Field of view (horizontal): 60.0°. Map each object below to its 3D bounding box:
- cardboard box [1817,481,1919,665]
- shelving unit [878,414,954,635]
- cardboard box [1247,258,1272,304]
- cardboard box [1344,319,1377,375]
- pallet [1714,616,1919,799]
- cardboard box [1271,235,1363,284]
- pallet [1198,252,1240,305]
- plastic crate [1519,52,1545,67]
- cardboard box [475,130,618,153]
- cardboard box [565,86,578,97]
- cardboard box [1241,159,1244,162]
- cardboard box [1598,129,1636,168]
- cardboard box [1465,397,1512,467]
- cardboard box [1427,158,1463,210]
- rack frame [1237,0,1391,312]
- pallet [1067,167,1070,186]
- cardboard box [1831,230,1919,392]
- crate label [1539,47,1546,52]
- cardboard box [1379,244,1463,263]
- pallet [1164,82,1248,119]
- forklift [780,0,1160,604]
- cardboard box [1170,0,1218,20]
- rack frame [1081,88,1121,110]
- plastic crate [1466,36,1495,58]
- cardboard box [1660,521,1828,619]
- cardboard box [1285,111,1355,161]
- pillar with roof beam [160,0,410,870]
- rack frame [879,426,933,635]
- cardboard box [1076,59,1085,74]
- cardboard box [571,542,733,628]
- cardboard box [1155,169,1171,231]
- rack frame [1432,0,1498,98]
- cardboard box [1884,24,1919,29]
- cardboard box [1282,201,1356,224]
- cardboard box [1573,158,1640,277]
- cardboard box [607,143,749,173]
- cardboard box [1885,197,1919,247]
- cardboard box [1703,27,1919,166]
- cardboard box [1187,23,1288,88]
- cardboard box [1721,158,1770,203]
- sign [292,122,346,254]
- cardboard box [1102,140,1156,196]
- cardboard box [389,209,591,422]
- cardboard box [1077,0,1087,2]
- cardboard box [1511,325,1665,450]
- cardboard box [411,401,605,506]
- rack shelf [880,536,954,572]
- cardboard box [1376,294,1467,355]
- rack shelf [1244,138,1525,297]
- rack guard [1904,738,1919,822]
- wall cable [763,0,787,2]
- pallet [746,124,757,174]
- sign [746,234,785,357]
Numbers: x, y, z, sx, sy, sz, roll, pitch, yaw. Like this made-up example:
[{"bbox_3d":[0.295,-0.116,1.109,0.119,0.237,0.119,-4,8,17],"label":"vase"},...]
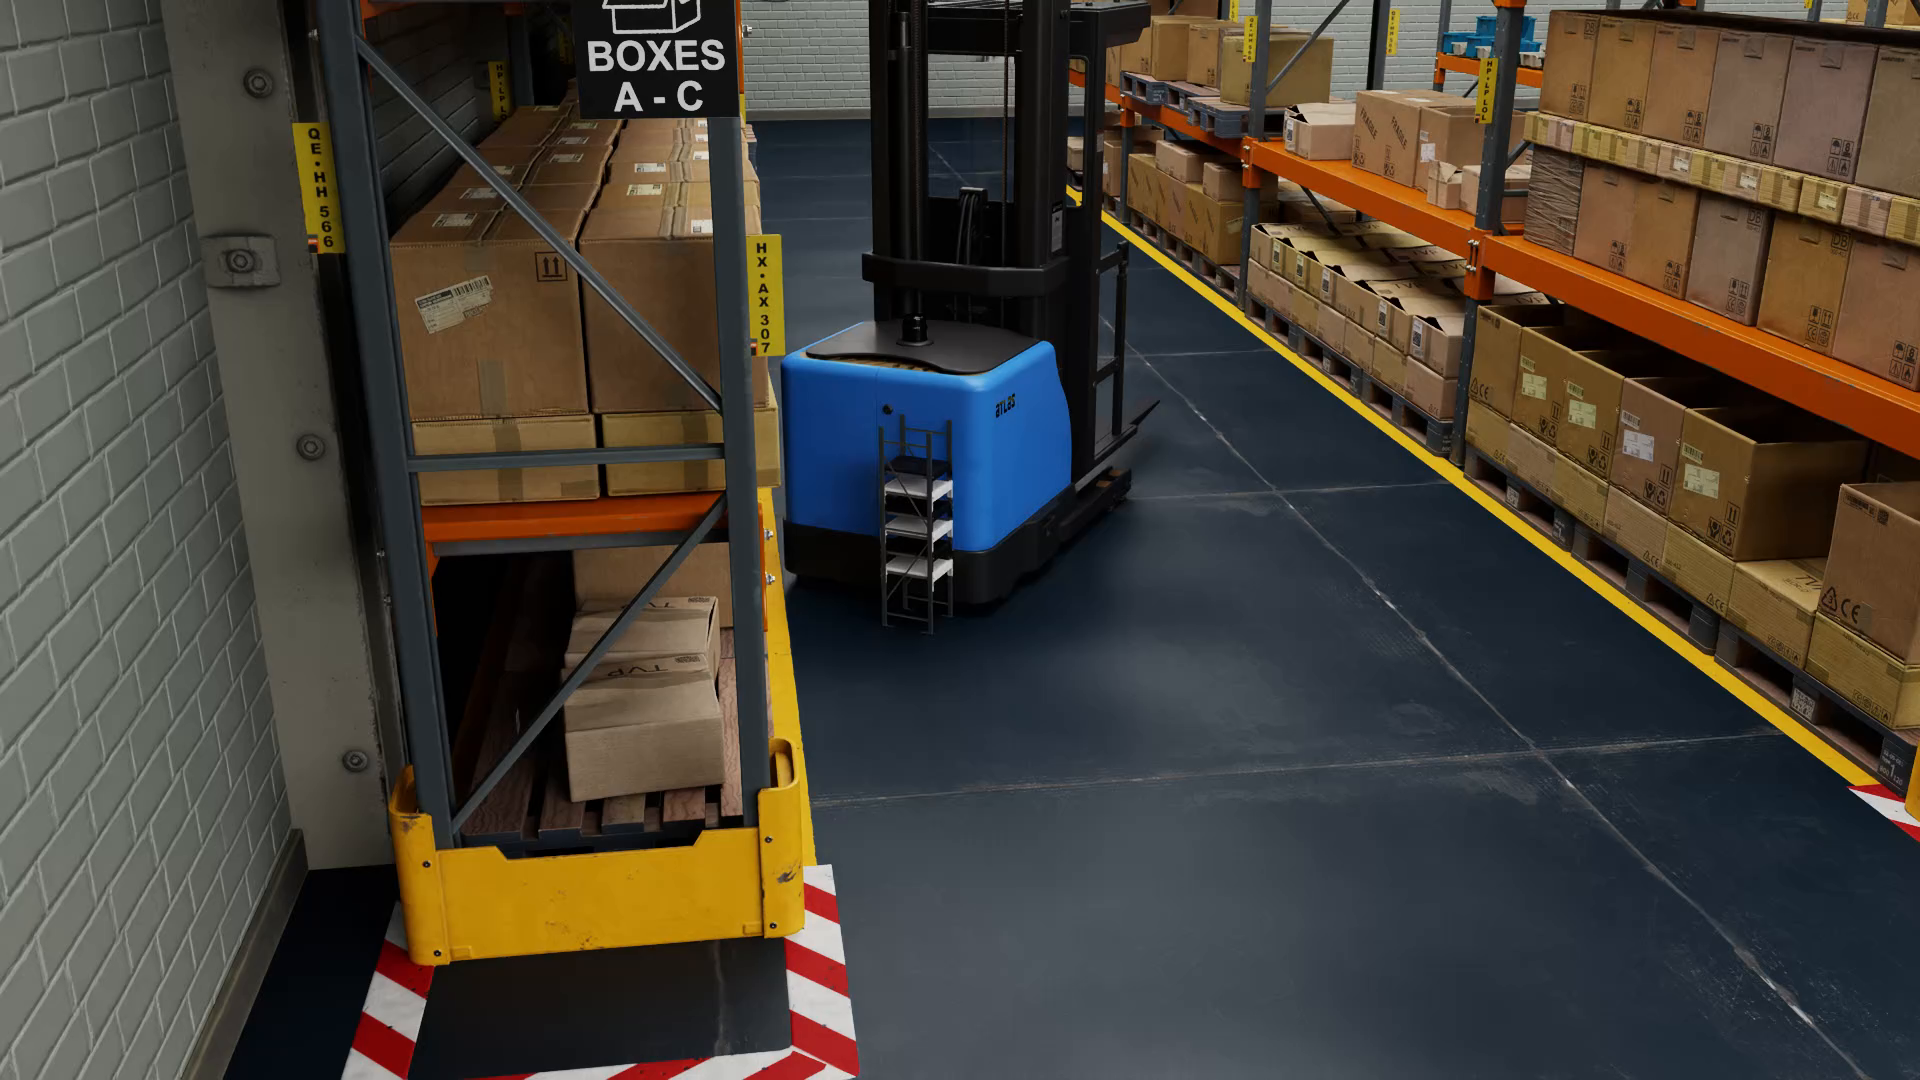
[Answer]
[{"bbox_3d":[3.471,0.101,5.915,0.500,0.500,0.500,-3,21,-8],"label":"cardboard box"},{"bbox_3d":[-0.186,-0.066,7.105,0.258,0.900,0.210,9,22,23],"label":"shelving unit"},{"bbox_3d":[2.475,-1.950,12.480,0.500,0.250,0.500,-3,21,-8],"label":"cardboard box"},{"bbox_3d":[2.775,-1.243,10.586,0.500,0.250,0.500,-2,21,-7],"label":"cardboard box"},{"bbox_3d":[3.692,0.576,6.373,1.003,0.211,1.213,-3,21,-8],"label":"pallet"},{"bbox_3d":[2.559,-2.032,11.896,0.500,0.311,0.500,-3,21,-9],"label":"cardboard box"},{"bbox_3d":[2.620,-2.192,13.783,1.003,0.211,1.213,-3,21,-8],"label":"pallet"},{"bbox_3d":[6.467,-5.364,18.581,0.293,0.136,0.466,-3,21,-8],"label":"plastic crate"},{"bbox_3d":[-1.637,-1.367,6.702,0.500,0.500,0.500,-2,21,-6],"label":"cardboard box"},{"bbox_3d":[-1.748,-2.226,9.118,0.700,0.500,0.500,-1,20,-2],"label":"cardboard box"},{"bbox_3d":[2.531,-3.330,15.788,0.500,0.500,0.500,-3,21,-8],"label":"cardboard box"},{"bbox_3d":[3.228,-1.834,7.769,0.380,0.149,0.250,-3,21,-8],"label":"cardboard box"},{"bbox_3d":[3.033,-0.586,8.827,0.500,0.250,0.500,-3,21,-8],"label":"cardboard box"},{"bbox_3d":[2.958,-2.085,9.704,0.396,0.266,0.258,-3,21,-9],"label":"cardboard box"},{"bbox_3d":[2.690,-3.238,12.598,1.000,3.000,0.127,-3,21,-8],"label":"rack frame"},{"bbox_3d":[1.664,-4.399,19.693,1.003,0.211,1.213,-3,21,-8],"label":"pallet"},{"bbox_3d":[3.708,-0.859,6.085,0.700,0.500,0.500,-2,21,-6],"label":"cardboard box"},{"bbox_3d":[6.827,-5.691,19.458,0.396,0.136,0.243,-3,21,-8],"label":"crate label"},{"bbox_3d":[3.161,-1.886,11.506,0.500,0.311,0.500,-3,21,-8],"label":"cardboard box"},{"bbox_3d":[2.405,-3.821,14.434,1.003,0.211,1.213,-3,21,-8],"label":"pallet"},{"bbox_3d":[0.257,-1.572,8.237,1.130,2.935,3.031,9,22,23],"label":"forklift"},{"bbox_3d":[2.324,-5.315,16.588,0.500,0.500,0.500,-2,21,-6],"label":"cardboard box"},{"bbox_3d":[1.537,-6.008,20.014,1.000,3.000,0.127,-3,21,-8],"label":"rack frame"},{"bbox_3d":[6.244,-5.876,19.815,0.416,0.233,0.300,-3,21,-8],"label":"plastic crate"},{"bbox_3d":[3.316,0.107,6.972,0.500,0.250,0.500,-3,21,-8],"label":"cardboard box"},{"bbox_3d":[2.627,-2.877,11.758,0.500,0.311,0.500,-3,21,-8],"label":"cardboard box"},{"bbox_3d":[2.245,-3.443,4.573,9.100,9.000,0.400,-3,21,-8],"label":"pillar with roof beam"},{"bbox_3d":[-0.227,-0.033,7.019,0.240,0.900,0.006,9,22,23],"label":"rack frame"},{"bbox_3d":[1.559,-5.362,18.143,0.500,0.500,0.500,-3,21,-7],"label":"cardboard box"},{"bbox_3d":[-1.207,0.050,6.739,0.700,0.500,0.500,-4,21,-11],"label":"cardboard box"},{"bbox_3d":[2.094,-3.121,15.228,0.500,0.500,0.500,-3,21,-7],"label":"cardboard box"},{"bbox_3d":[6.439,-6.256,20.679,1.000,3.000,0.127,-3,21,-8],"label":"rack frame"},{"bbox_3d":[11.293,-6.041,19.894,0.500,0.250,0.500,-4,21,-10],"label":"cardboard box"},{"bbox_3d":[2.907,-2.445,13.419,0.500,0.500,0.500,-2,21,-5],"label":"cardboard box"},{"bbox_3d":[3.419,-1.564,7.974,0.700,0.500,0.500,-3,21,-8],"label":"cardboard box"},{"bbox_3d":[-1.045,-1.217,6.300,0.500,0.500,0.500,-2,21,-6],"label":"cardboard box"},{"bbox_3d":[3.523,-1.120,5.859,0.380,0.149,0.250,-3,21,-9],"label":"cardboard box"},{"bbox_3d":[3.554,-1.833,6.839,0.700,0.500,0.500,-3,21,-8],"label":"cardboard box"},{"bbox_3d":[2.429,-4.258,14.586,0.700,0.500,0.500,-8,22,-21],"label":"cardboard box"},{"bbox_3d":[3.374,-1.478,6.817,0.380,0.149,0.250,-3,21,-8],"label":"cardboard box"},{"bbox_3d":[-1.610,-0.886,4.195,0.100,0.325,0.005,-3,21,-8],"label":"sign"},{"bbox_3d":[1.751,-3.841,17.156,0.500,0.500,0.500,-3,21,-8],"label":"cardboard box"},{"bbox_3d":[-1.337,-0.660,4.809,0.500,0.500,0.500,-3,21,-8],"label":"cardboard box"},{"bbox_3d":[1.564,-5.826,17.956,0.500,0.500,0.500,-3,21,-8],"label":"cardboard box"},{"bbox_3d":[3.103,-0.764,8.232,0.500,0.500,0.500,-3,21,-8],"label":"cardboard box"},{"bbox_3d":[-1.317,-0.308,4.939,0.500,0.250,0.500,-3,21,-7],"label":"cardboard box"},{"bbox_3d":[-0.186,0.050,7.149,0.258,0.077,0.200,9,22,23],"label":"rack shelf"},{"bbox_3d":[2.843,-1.330,10.018,0.500,0.311,0.500,-2,21,-6],"label":"cardboard box"},{"bbox_3d":[2.978,-2.208,10.870,1.077,0.370,4.000,-3,21,-8],"label":"rack shelf"},{"bbox_3d":[3.847,0.711,5.597,1.175,0.500,0.348,-3,21,-8],"label":"rack guard"},{"bbox_3d":[-3.826,-9.089,24.127,3.097,2.526,0.112,-3,21,-8],"label":"wall cable"},{"bbox_3d":[-2.003,-2.655,11.313,1.213,0.211,1.003,-3,21,-8],"label":"pallet"},{"bbox_3d":[-0.521,-0.650,4.431,0.100,0.325,0.005,-3,21,-8],"label":"sign"}]
